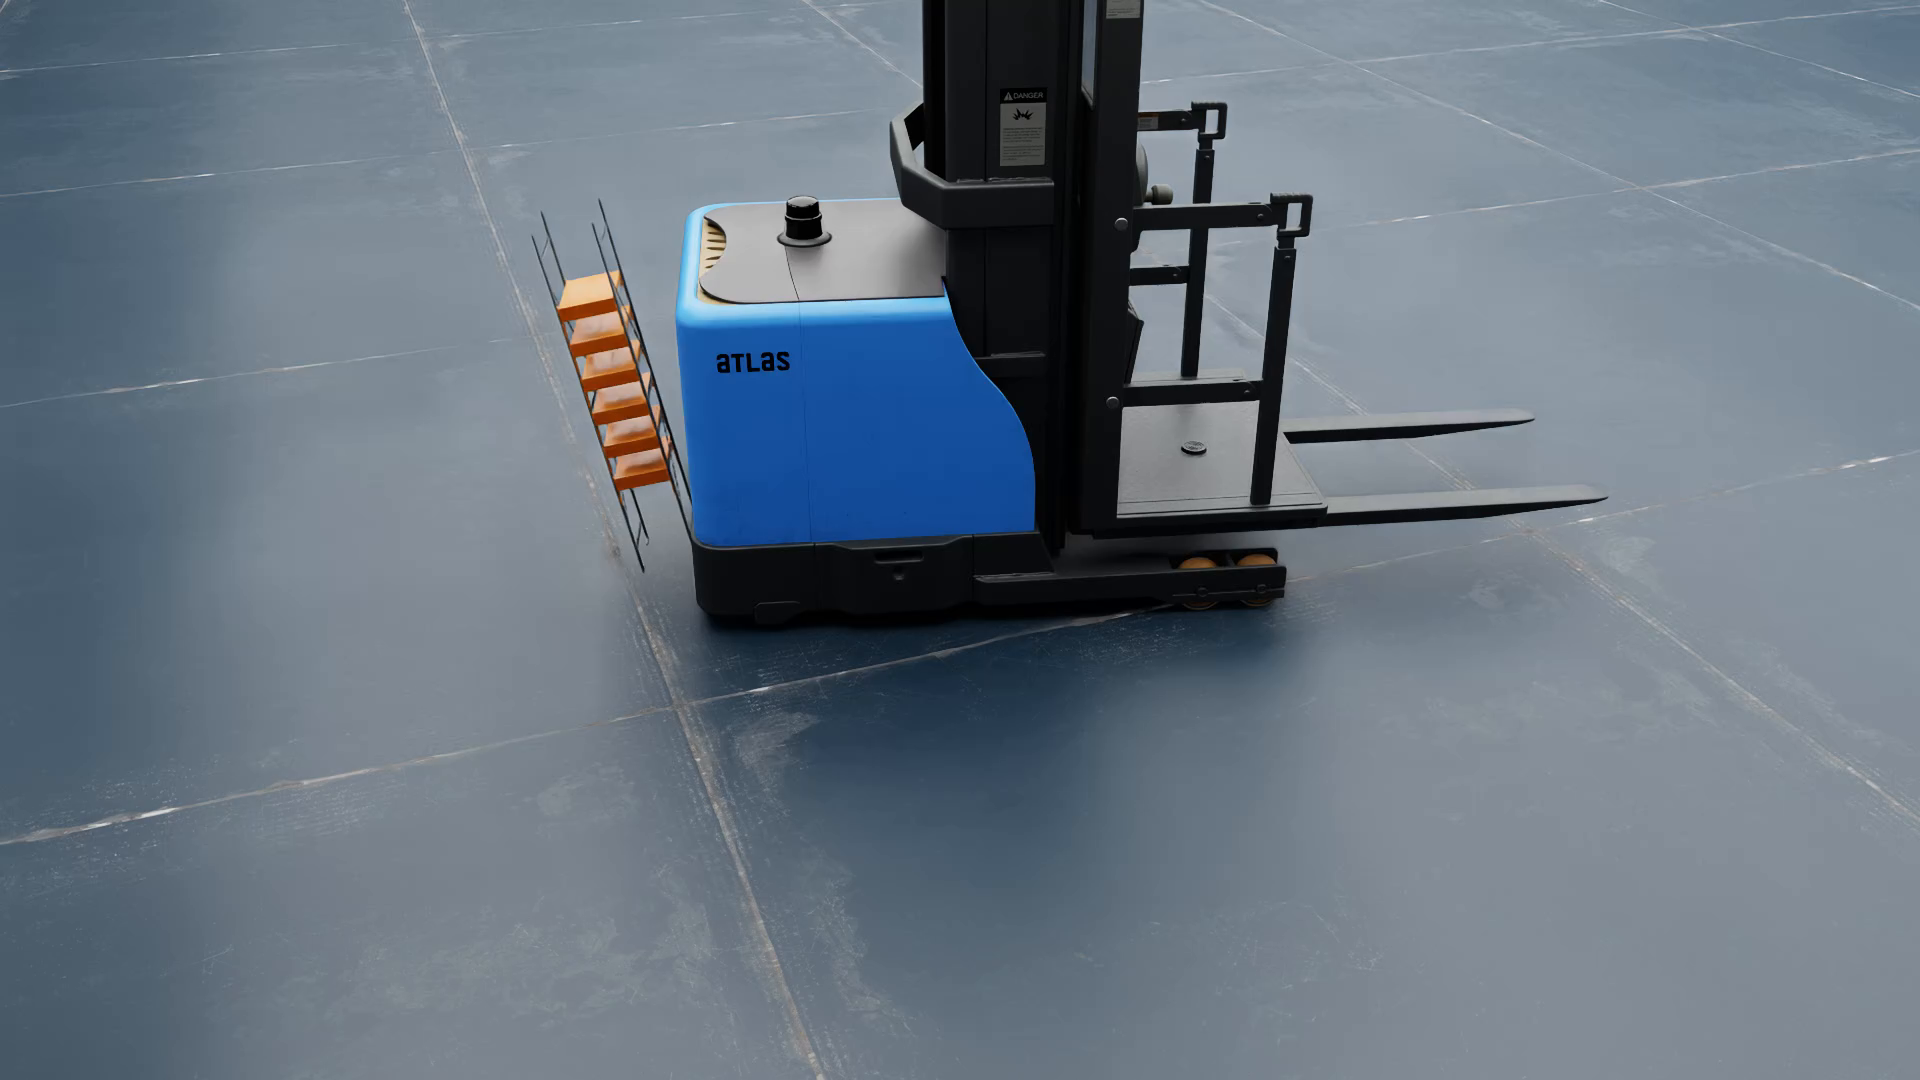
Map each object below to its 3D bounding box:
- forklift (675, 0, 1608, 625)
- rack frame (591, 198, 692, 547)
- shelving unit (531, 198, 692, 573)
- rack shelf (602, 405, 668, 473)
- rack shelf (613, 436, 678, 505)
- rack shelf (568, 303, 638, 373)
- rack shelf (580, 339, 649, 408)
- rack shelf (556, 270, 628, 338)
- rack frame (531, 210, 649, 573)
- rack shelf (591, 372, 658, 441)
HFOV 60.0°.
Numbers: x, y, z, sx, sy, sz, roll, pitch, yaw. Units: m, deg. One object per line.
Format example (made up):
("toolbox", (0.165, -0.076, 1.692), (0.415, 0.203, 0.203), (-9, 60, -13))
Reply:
("forklift", (0.627, -1.307, 5.083), (3.031, 2.935, 1.130), (-3, 30, -5))
("rack frame", (-0.999, -0.495, 5.356), (0.006, 1.200, 0.240), (-12, 30, 0))
("shelving unit", (-1.088, -0.476, 5.357), (0.189, 1.200, 0.258), (-12, 30, 0))
("rack shelf", (-1.059, -0.337, 5.440), (0.180, 0.103, 0.258), (-12, 30, 0))
("rack shelf", (-1.037, -0.235, 5.500), (0.180, 0.103, 0.258), (-12, 30, 0))
("rack shelf", (-1.124, -0.641, 5.259), (0.180, 0.103, 0.258), (-12, 30, 0))
("rack shelf", (-1.102, -0.540, 5.319), (0.180, 0.103, 0.258), (-12, 30, 0))
("rack shelf", (-1.145, -0.743, 5.199), (0.180, 0.103, 0.258), (-12, 30, 0))
("rack frame", (-1.178, -0.457, 5.358), (0.006, 1.200, 0.240), (-12, 30, 0))
("rack shelf", (-1.080, -0.438, 5.379), (0.180, 0.103, 0.258), (-12, 30, 0))
